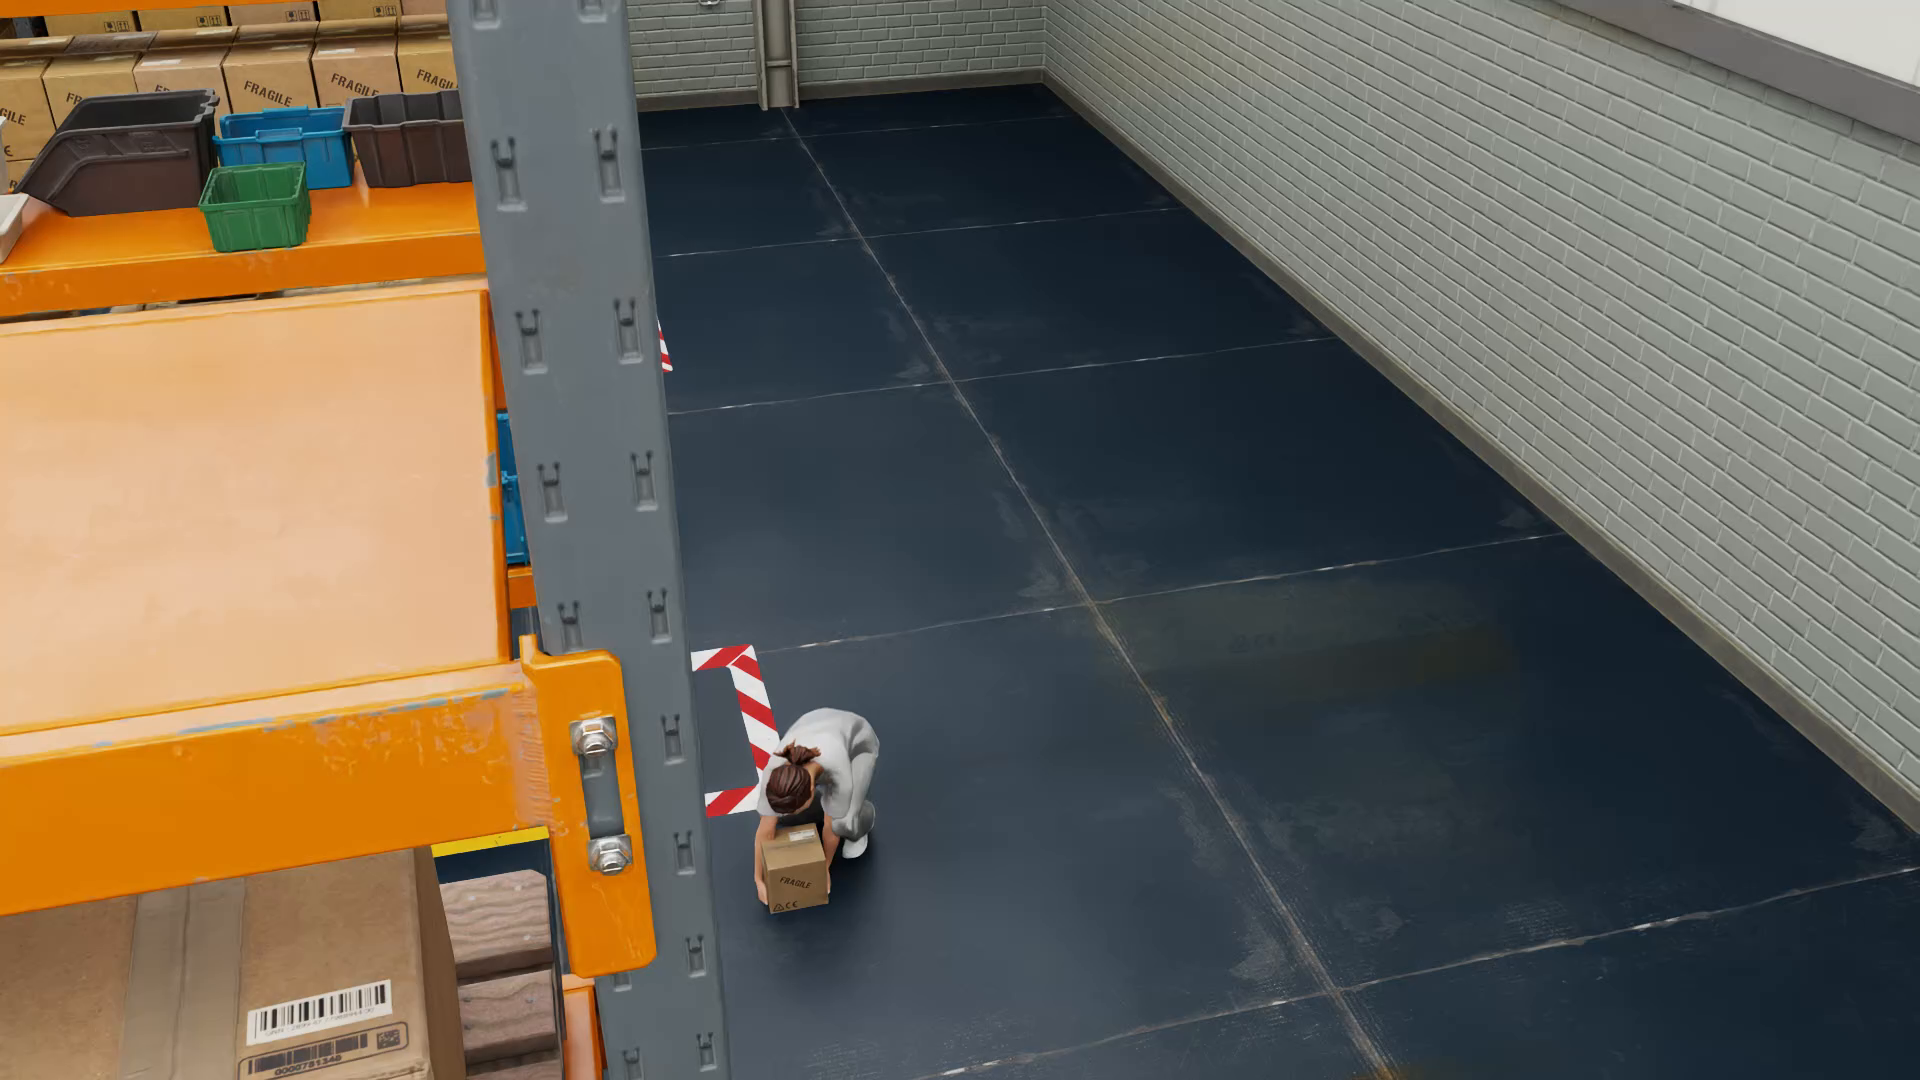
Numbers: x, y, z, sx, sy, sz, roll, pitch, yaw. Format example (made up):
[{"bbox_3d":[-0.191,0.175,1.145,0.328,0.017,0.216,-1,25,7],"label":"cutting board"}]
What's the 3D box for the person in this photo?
[{"bbox_3d":[-0.622,1.110,7.220,0.468,0.803,0.840,11,32,18],"label":"person"}]
